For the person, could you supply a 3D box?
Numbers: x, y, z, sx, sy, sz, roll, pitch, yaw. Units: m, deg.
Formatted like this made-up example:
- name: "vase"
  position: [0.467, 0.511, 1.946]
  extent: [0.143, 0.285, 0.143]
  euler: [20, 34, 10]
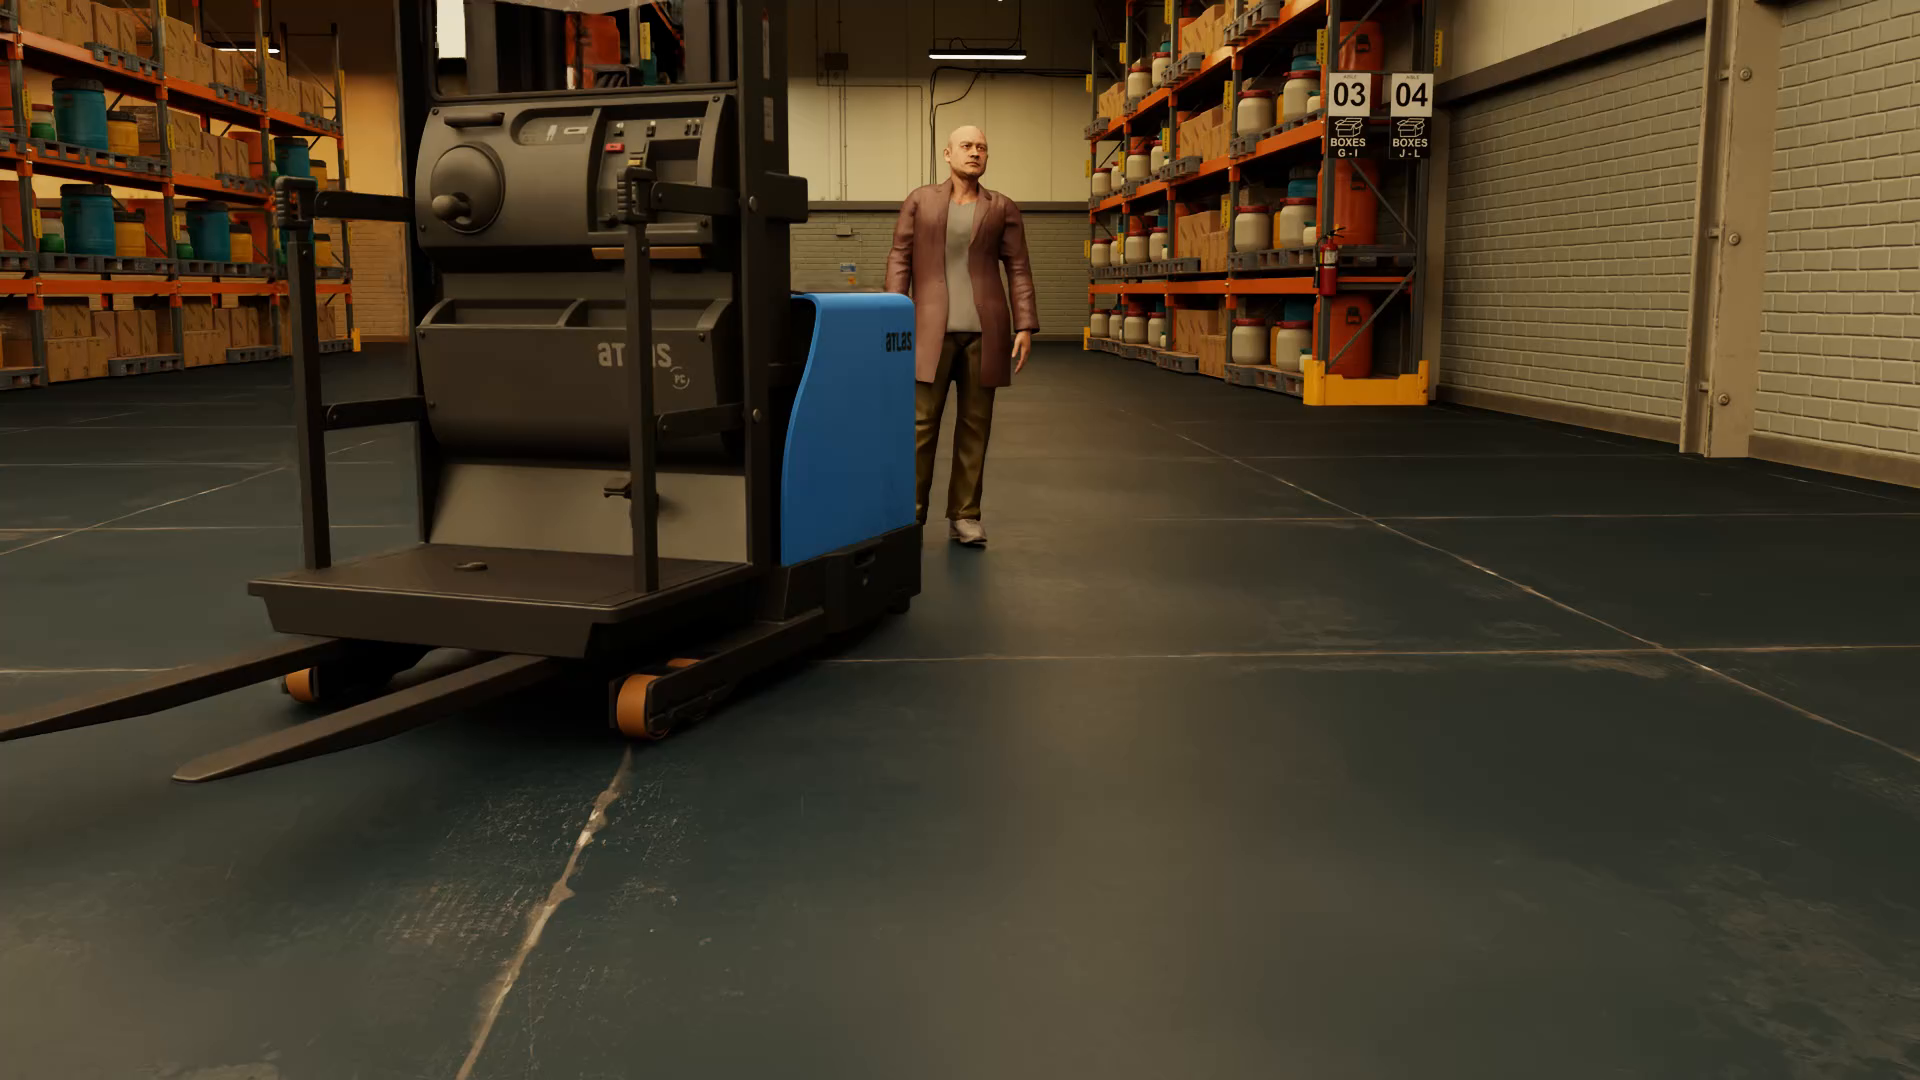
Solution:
- name: "person"
  position: [-0.005, -0.747, 7.104]
  extent: [0.684, 1.521, 0.576]
  euler: [-1, 8, -4]

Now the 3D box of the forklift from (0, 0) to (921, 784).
- name: "forklift"
  position: [-1.127, -1.030, 4.269]
  extent: [1.130, 2.935, 3.031]
  euler: [3, 9, 20]
